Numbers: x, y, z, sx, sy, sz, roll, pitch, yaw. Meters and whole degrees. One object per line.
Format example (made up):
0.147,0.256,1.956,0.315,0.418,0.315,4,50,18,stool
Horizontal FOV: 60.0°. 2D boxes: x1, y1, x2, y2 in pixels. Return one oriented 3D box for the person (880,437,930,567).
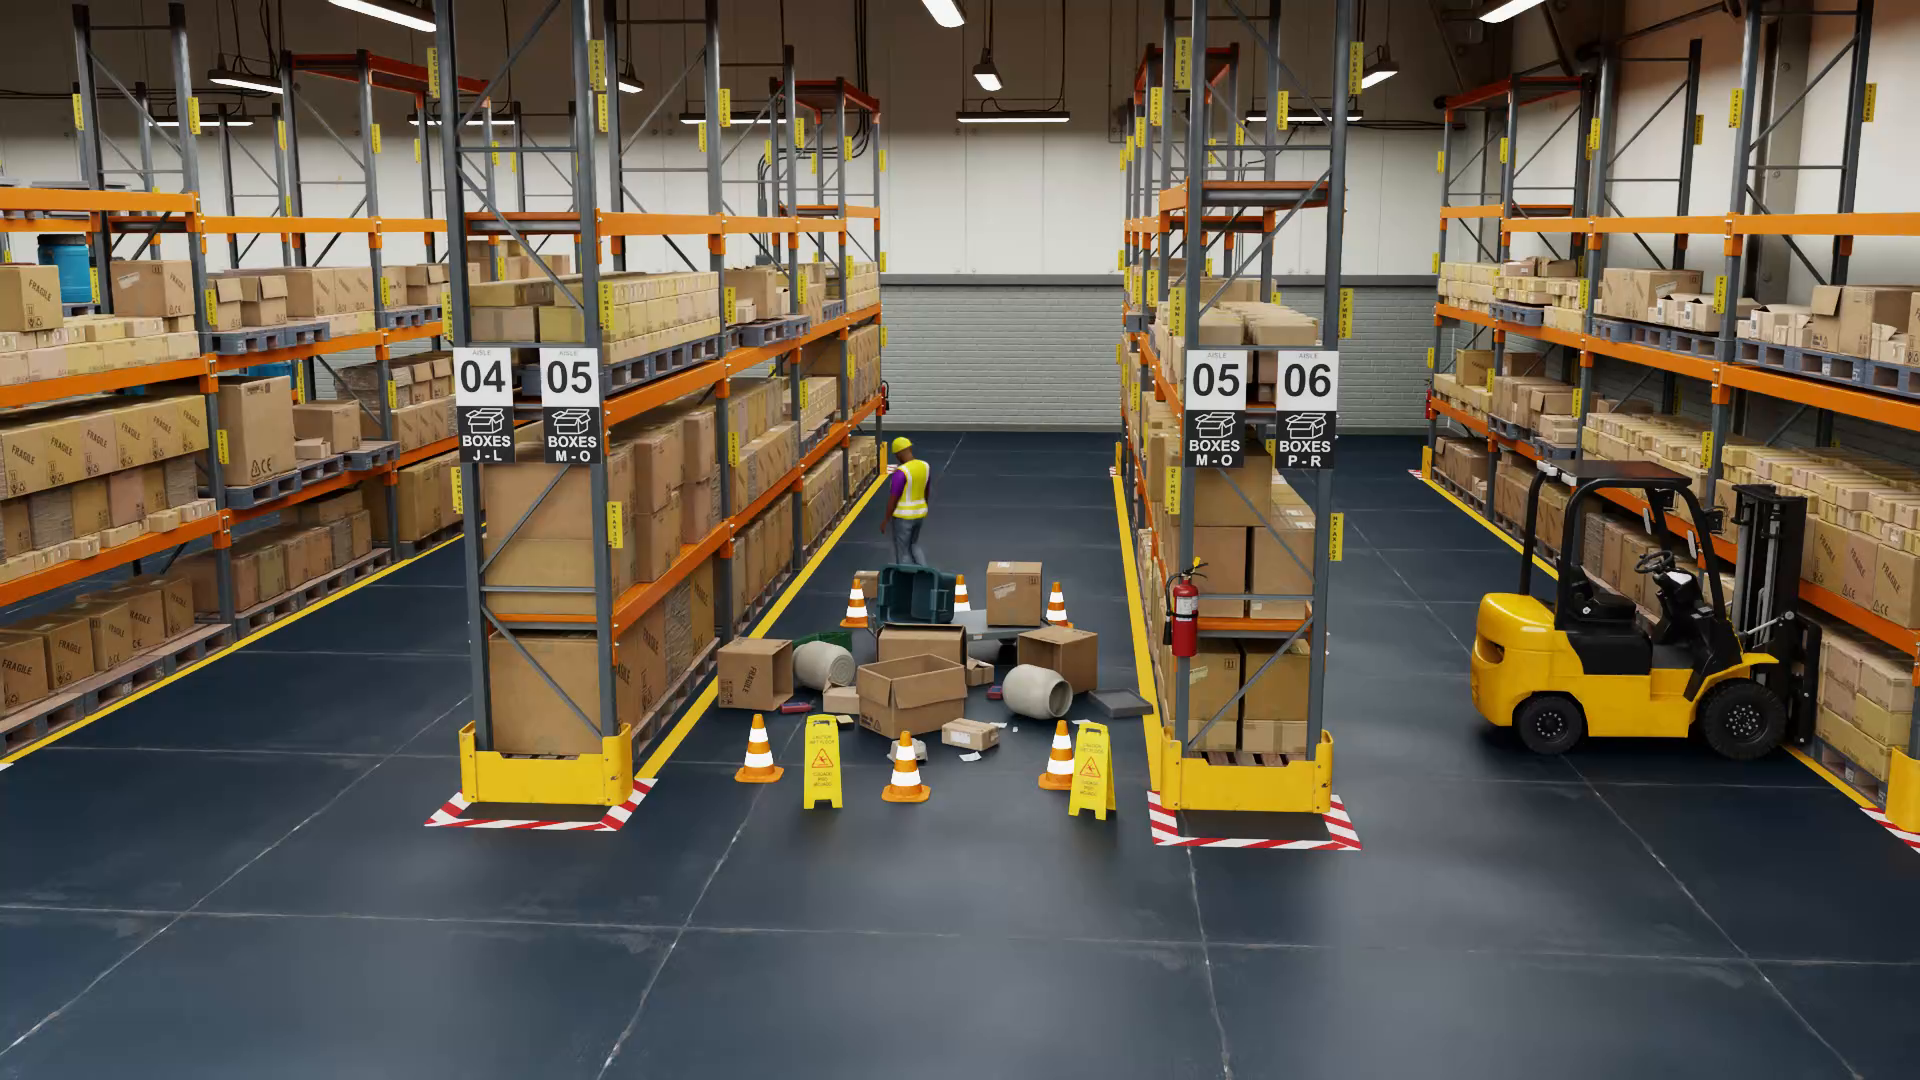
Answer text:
-0.578,-0.242,18.110,0.415,1.784,0.633,8,13,35,person
